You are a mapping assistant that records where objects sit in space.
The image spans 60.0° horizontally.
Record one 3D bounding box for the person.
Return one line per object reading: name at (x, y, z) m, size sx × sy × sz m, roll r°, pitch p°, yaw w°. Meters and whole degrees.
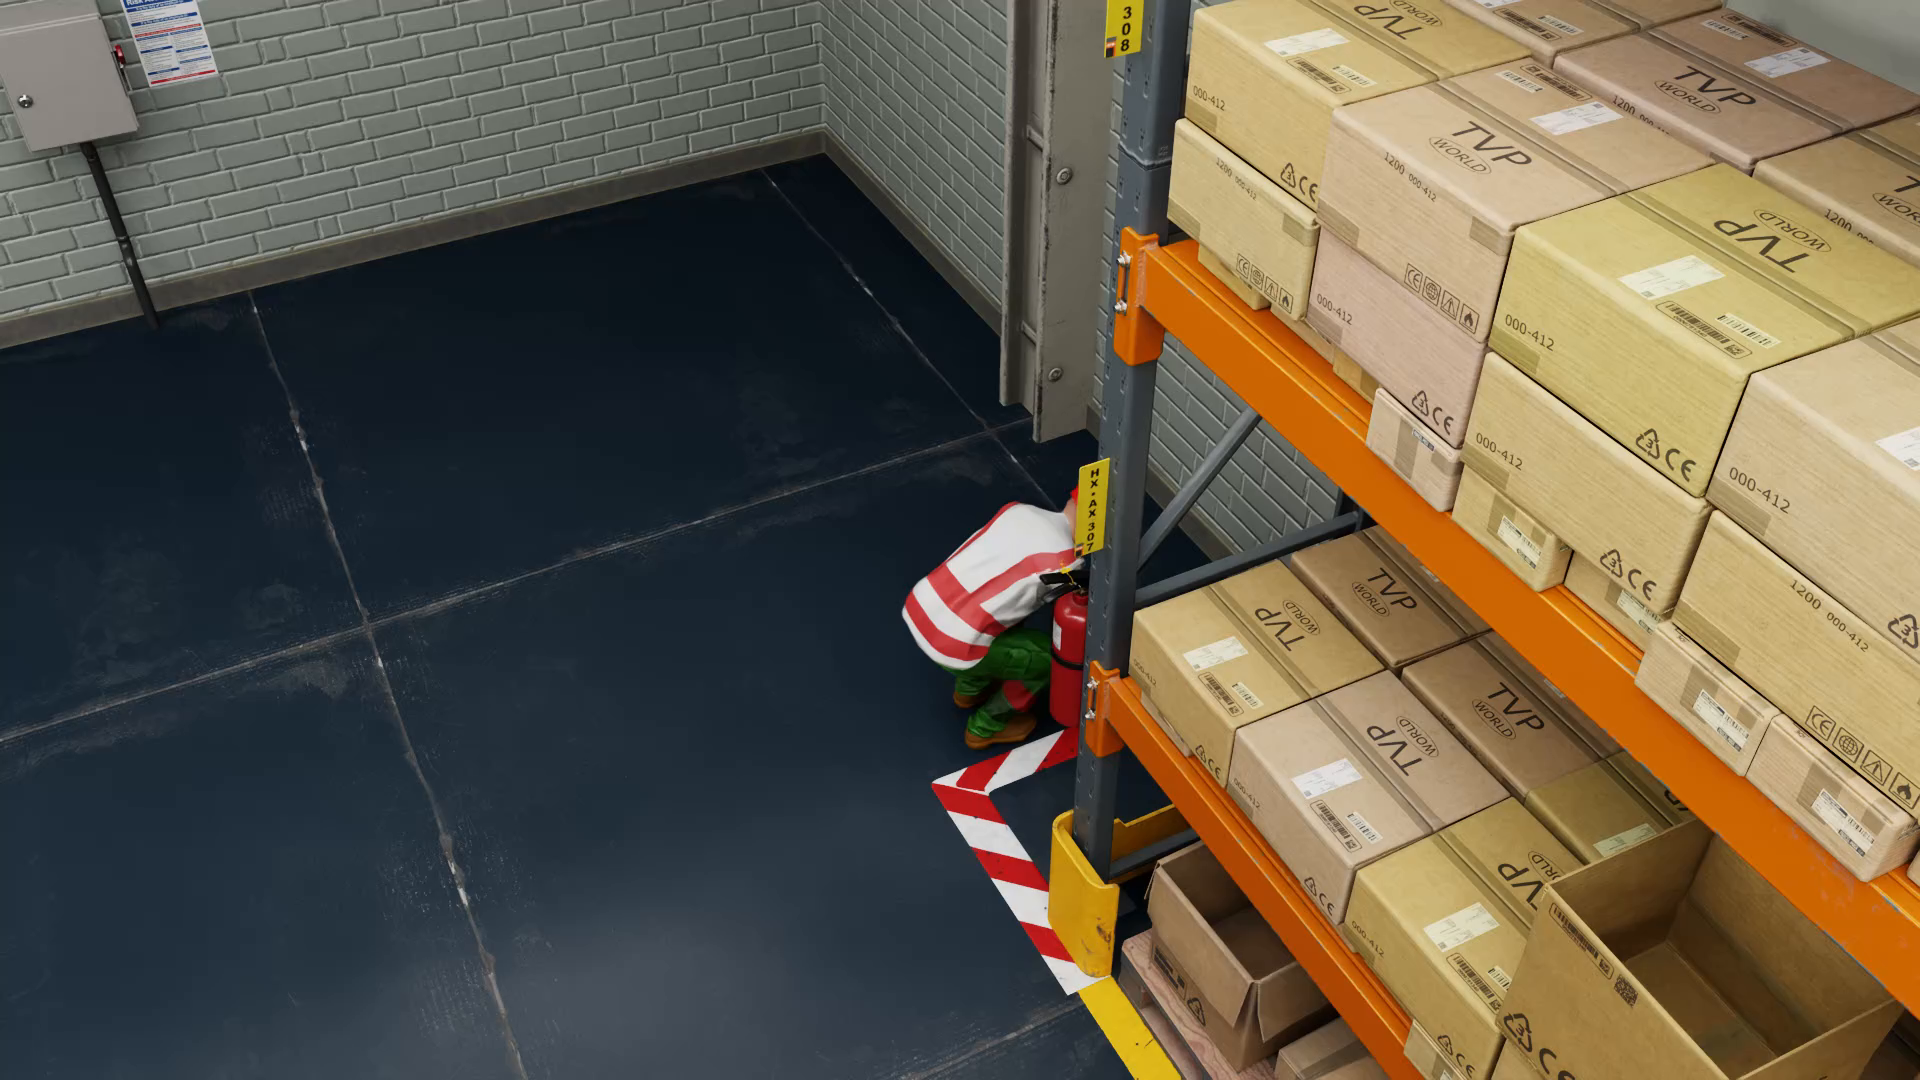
person at (0.225, 0.285, 6.426) m, size 0.910 × 0.989 × 0.535 m, roll -18°, pitch 44°, yaw -20°
